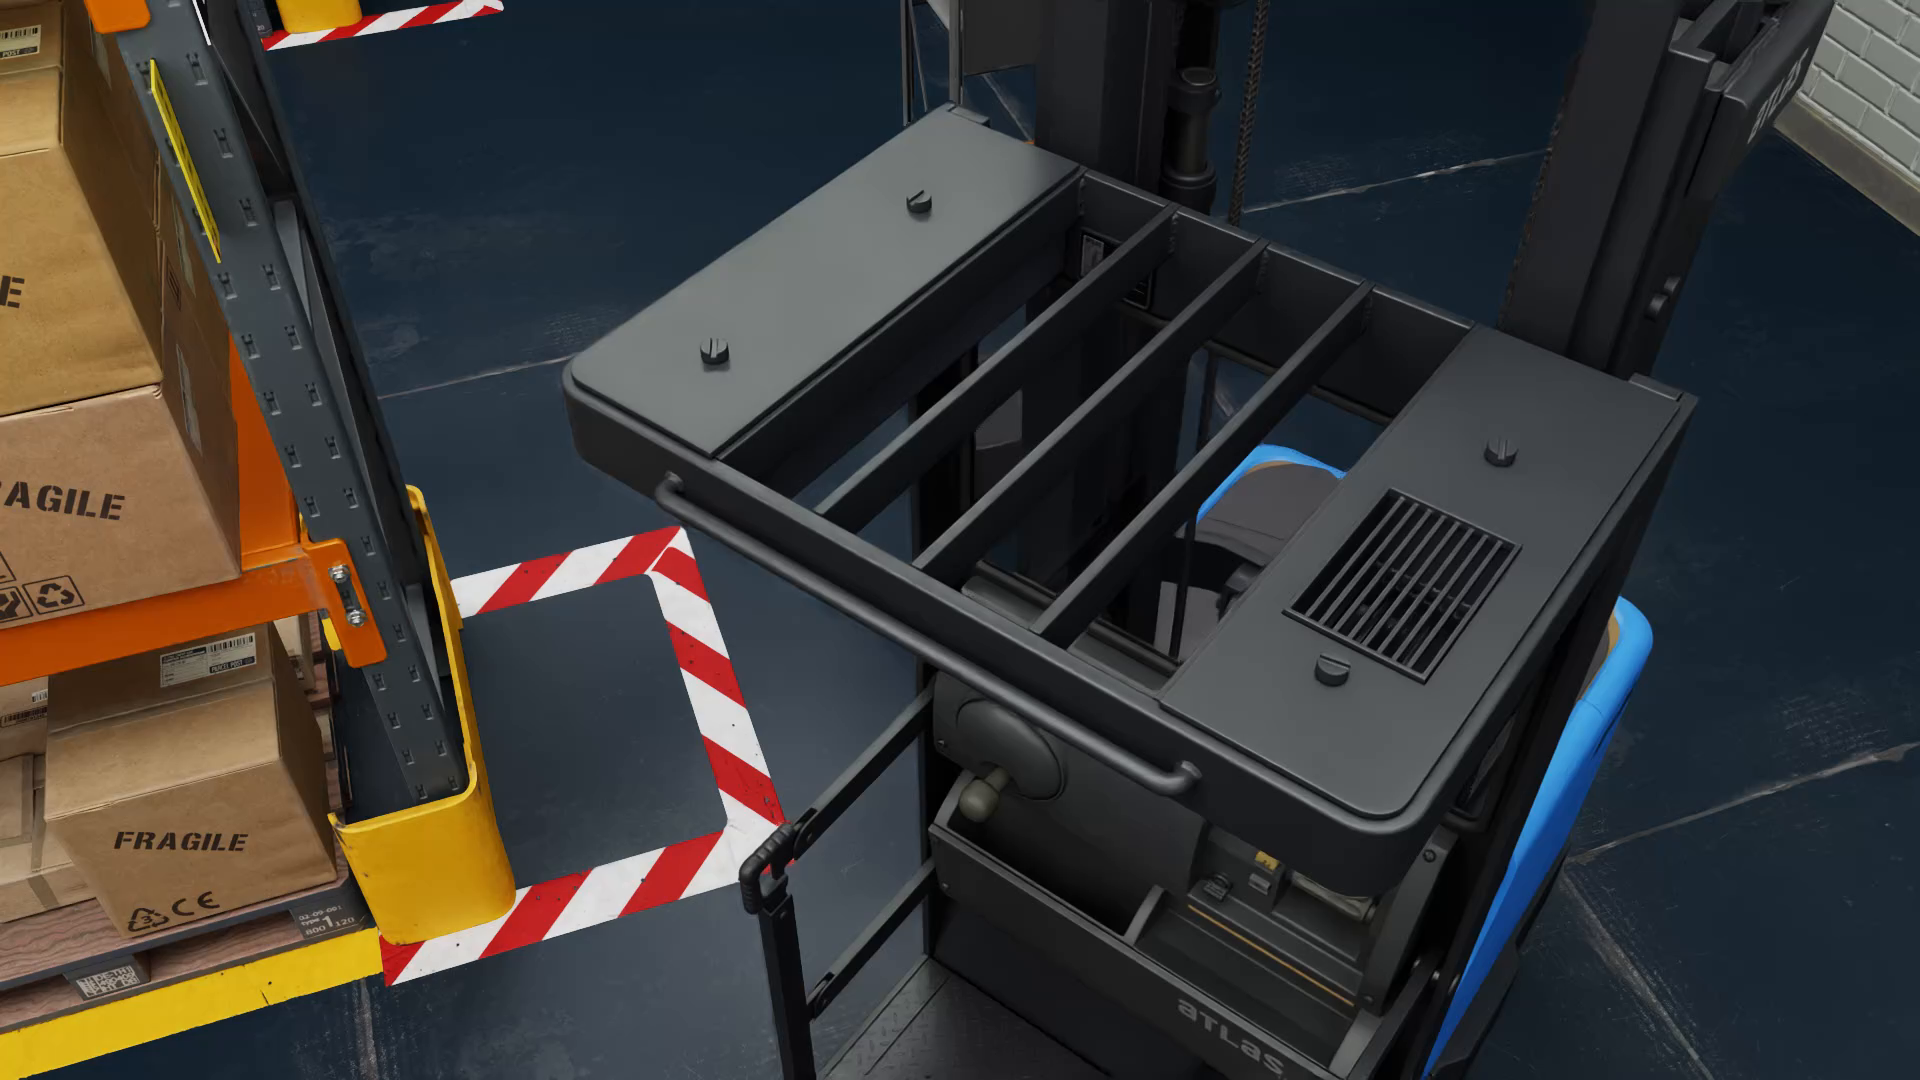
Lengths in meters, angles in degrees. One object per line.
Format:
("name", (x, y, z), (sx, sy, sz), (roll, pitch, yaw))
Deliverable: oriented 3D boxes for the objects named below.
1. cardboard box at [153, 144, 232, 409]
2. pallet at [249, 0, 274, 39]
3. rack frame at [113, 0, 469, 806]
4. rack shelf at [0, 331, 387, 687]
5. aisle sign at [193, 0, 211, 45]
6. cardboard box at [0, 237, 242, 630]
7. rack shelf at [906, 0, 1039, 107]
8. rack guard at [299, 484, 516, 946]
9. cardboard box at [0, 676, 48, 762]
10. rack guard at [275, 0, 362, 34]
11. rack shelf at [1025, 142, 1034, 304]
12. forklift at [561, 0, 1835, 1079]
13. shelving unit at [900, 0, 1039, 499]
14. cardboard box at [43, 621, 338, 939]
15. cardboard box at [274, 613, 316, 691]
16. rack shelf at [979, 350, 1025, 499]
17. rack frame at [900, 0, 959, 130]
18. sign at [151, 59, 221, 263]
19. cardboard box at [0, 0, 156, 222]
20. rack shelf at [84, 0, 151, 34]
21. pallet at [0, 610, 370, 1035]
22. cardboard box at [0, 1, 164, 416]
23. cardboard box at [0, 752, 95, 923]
("cardboard box", (-1.931, -0.568, 3.628), (0.500, 0.500, 0.500), (-13, 47, -13))
("pallet", (-3.835, -2.534, 7.627), (1.213, 0.211, 1.003), (-14, 47, -14))
("rack frame", (-1.424, -0.464, 3.594), (0.127, 3.000, 1.000), (-14, 47, -14))
("rack shelf", (-3.305, 0.271, 3.370), (4.000, 0.370, 1.077), (-14, 47, -14))
("aisle sign", (-1.256, -1.194, 2.487), (0.004, 0.787, 0.394), (-14, 47, -14))
("cardboard box", (-1.753, -0.210, 3.271), (0.500, 0.500, 0.500), (-13, 47, -13))
("rack shelf", (0.156, -1.266, 4.060), (0.480, 0.518, 0.431), (-14, 47, -14))
("rack guard", (-1.496, 0.437, 4.461), (0.348, 0.500, 1.175), (-14, 47, -14))
("cardboard box", (-2.502, 0.414, 4.351), (0.500, 0.250, 0.500), (-14, 47, -14))
("rack guard", (-3.087, -2.886, 7.774), (0.348, 0.500, 1.175), (-14, 47, -14))
("rack shelf", (0.156, -0.771, 4.556), (0.480, 0.518, 0.431), (-14, 47, -14))
("forklift", (0.227, 0.506, 2.677), (1.130, 2.935, 3.031), (28, 51, 25))
("shelving unit", (0.156, -0.781, 4.546), (0.503, 2.100, 0.431), (-14, 47, -14))
("cardboard box", (-1.852, 0.558, 4.030), (0.500, 0.500, 0.500), (-14, 47, -14))
("cardboard box", (-1.935, 0.259, 4.576), (0.250, 0.149, 0.380), (-14, 47, -14))
("rack shelf", (0.156, -0.277, 5.051), (0.480, 0.518, 0.431), (-14, 47, -14))
("rack frame", (-0.074, -0.722, 4.487), (0.015, 2.100, 0.400), (-14, 47, -14))
("sign", (-1.255, -0.609, 2.699), (0.005, 0.325, 0.100), (-14, 47, -14))
("cardboard box", (-1.931, -0.921, 3.273), (0.500, 0.500, 0.500), (-13, 47, -13))
("rack shelf", (-3.305, -0.788, 2.307), (4.000, 0.370, 1.077), (-14, 47, -14))
("pallet", (-2.245, 0.731, 4.372), (1.213, 0.211, 1.003), (-14, 47, -14))
("cardboard box", (-1.749, -0.562, 2.916), (0.500, 0.500, 0.500), (-15, 47, -14))
("cardboard box", (-2.263, 0.714, 4.111), (0.250, 0.166, 0.380), (-14, 47, -14))
